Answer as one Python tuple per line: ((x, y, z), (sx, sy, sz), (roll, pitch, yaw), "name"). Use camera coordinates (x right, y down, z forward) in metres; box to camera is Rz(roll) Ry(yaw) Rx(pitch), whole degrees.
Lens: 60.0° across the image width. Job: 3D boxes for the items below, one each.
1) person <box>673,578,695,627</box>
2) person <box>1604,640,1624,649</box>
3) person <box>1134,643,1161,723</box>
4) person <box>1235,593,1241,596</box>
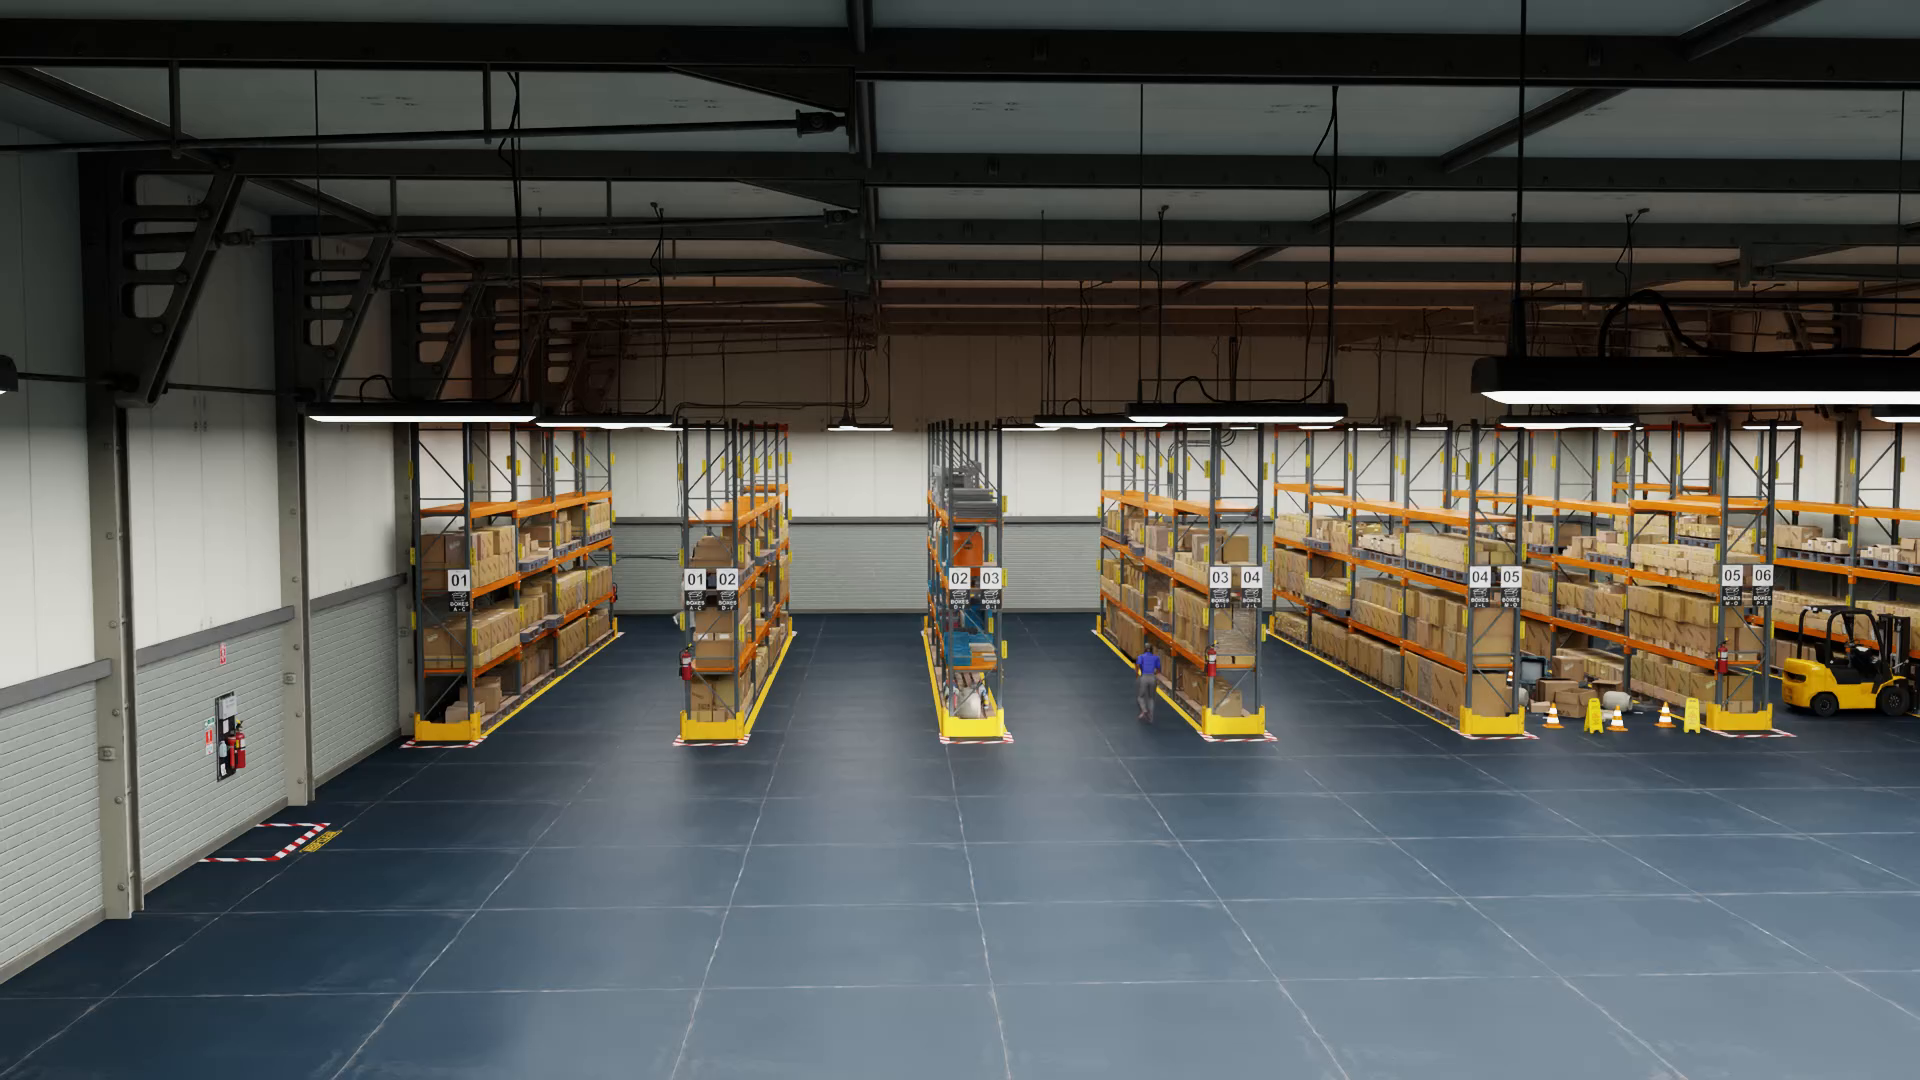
((-8.059, 1.757, 49.072), (0.805, 1.628, 0.445), (1, 4, 11), "person")
((17.464, 2.046, 44.088), (0.548, 1.814, 0.550), (-2, 4, -23), "person")
((3.737, 2.923, 33.214), (0.553, 1.362, 0.708), (0, 4, 0), "person")
((7.880, 1.898, 47.061), (0.715, 1.637, 0.715), (1, 4, 9), "person")
